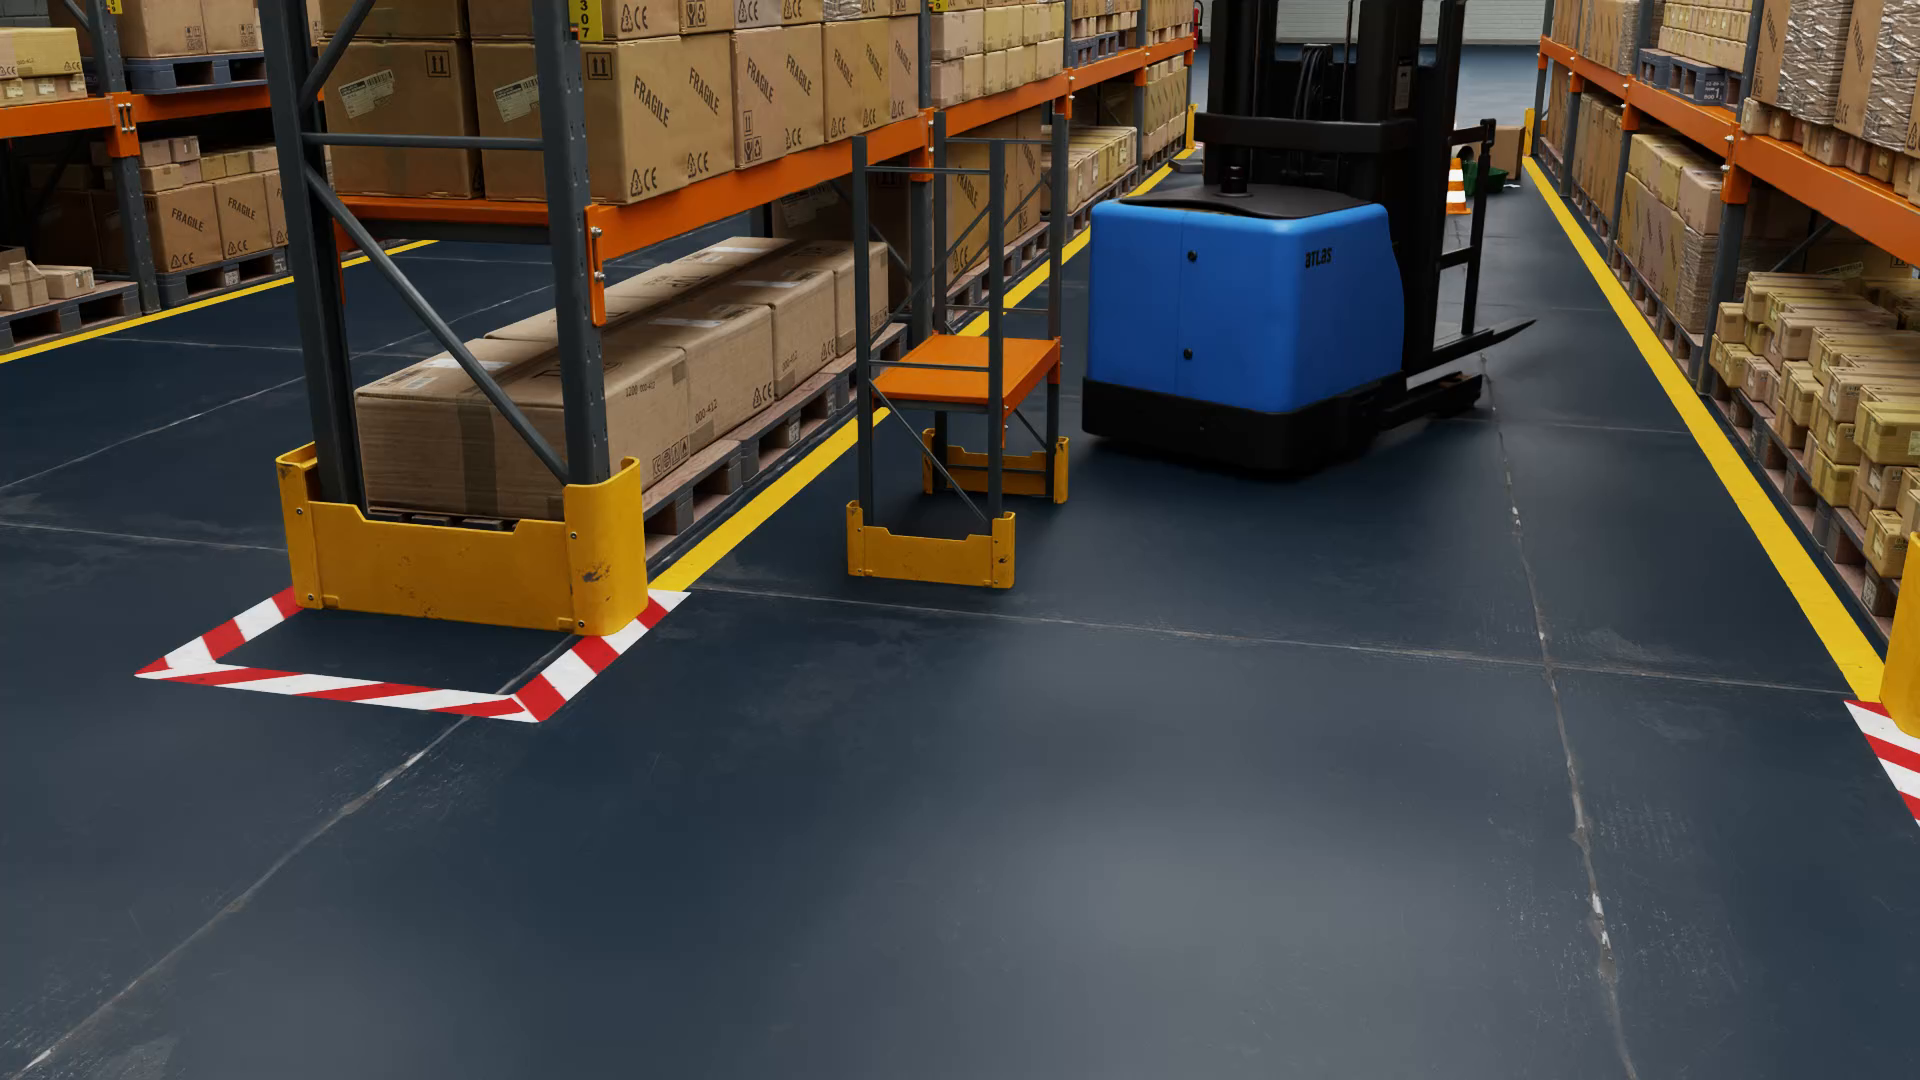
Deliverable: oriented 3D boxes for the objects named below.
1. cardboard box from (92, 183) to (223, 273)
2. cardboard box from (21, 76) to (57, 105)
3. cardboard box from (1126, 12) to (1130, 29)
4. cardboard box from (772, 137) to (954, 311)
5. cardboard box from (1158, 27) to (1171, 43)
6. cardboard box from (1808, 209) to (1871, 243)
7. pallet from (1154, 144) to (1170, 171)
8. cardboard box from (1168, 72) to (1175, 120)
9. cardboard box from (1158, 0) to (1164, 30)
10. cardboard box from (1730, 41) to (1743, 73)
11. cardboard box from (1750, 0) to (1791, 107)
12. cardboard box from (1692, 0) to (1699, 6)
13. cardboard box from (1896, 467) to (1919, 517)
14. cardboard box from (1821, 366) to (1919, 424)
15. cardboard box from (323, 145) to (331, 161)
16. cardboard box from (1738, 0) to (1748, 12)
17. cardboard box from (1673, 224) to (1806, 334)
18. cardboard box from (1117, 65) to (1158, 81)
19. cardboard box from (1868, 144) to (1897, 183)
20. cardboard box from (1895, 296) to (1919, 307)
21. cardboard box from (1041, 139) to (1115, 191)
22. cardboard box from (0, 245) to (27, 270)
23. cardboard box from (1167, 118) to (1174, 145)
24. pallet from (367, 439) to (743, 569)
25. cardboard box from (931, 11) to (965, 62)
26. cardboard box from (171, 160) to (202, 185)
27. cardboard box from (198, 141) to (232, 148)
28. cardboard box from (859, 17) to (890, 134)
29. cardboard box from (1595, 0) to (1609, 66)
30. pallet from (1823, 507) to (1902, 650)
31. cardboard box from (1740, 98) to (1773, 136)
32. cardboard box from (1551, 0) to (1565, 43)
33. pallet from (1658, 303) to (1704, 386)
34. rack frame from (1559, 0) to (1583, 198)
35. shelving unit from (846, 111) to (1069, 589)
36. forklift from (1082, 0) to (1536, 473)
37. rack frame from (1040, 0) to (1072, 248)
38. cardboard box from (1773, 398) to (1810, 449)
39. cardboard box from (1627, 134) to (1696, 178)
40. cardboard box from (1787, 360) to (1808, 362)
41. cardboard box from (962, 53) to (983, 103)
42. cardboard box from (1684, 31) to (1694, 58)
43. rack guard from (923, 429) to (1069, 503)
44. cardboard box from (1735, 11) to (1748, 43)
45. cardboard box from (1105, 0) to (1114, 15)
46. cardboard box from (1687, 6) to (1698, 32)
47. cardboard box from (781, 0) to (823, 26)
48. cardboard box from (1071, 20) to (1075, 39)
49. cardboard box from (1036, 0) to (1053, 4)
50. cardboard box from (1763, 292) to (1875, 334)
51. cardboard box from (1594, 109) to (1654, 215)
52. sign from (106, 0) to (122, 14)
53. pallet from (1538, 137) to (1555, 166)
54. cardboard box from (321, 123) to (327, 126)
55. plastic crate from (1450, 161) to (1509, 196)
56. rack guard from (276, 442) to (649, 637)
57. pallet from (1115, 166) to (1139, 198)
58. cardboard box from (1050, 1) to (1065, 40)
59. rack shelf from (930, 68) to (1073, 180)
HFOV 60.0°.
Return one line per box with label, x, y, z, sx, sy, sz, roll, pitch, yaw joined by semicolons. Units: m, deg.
cardboard box;-5.128;-2.009;10.645;0.500;0.500;0.500;6;20;16
cardboard box;-5.340;-2.537;9.363;0.380;0.149;0.250;5;20;15
cardboard box;1.337;-4.707;15.068;0.380;0.149;0.250;4;19;12
cardboard box;-0.576;-1.862;9.636;0.875;0.875;0.875;5;20;15
cardboard box;2.014;-5.330;17.541;0.380;0.149;0.250;5;19;14
cardboard box;4.611;-1.690;8.553;0.500;0.250;0.500;4;19;11
pallet;1.730;-4.253;18.312;1.003;0.211;1.213;5;19;13
cardboard box;2.084;-4.888;18.303;0.500;0.500;0.500;4;19;12
cardboard box;1.782;-5.439;16.855;0.500;0.500;0.500;5;19;13
cardboard box;4.205;-2.488;8.571;0.380;0.149;0.250;5;19;13
cardboard box;3.809;-2.162;7.260;0.500;0.500;0.500;4;19;12
cardboard box;4.594;-3.265;9.926;0.380;0.149;0.250;6;20;16
cardboard box;3.165;-0.111;5.173;0.380;0.149;0.250;4;19;12
cardboard box;3.274;-0.502;5.858;0.380;0.149;0.250;5;20;15
cardboard box;-4.713;-2.847;12.097;0.380;0.149;0.250;4;19;11
cardboard box;4.213;-2.777;8.494;0.380;0.149;0.250;4;19;12
cardboard box;4.111;-1.376;8.794;0.500;0.500;0.500;4;19;12
cardboard box;1.799;-4.733;16.844;0.380;0.149;0.250;5;19;14
cardboard box;3.452;-1.342;5.864;0.380;0.149;0.250;5;19;14
cardboard box;4.262;-0.946;7.157;0.380;0.149;0.250;4;19;13
cardboard box;0.838;-3.322;14.690;0.950;0.372;0.625;5;20;15
cardboard box;-5.855;-1.597;9.732;0.500;0.311;0.500;5;20;15
cardboard box;2.088;-4.526;18.402;0.500;0.250;0.500;4;19;11
pallet;-1.508;-0.151;6.305;1.003;0.211;1.213;5;19;13
cardboard box;-0.269;-2.749;9.055;0.500;0.250;0.500;4;19;12
cardboard box;-5.126;-2.366;10.688;0.380;0.149;0.250;4;19;12
cardboard box;-5.379;-2.729;11.750;0.380;0.149;0.250;5;19;14
cardboard box;-0.636;-2.188;7.798;0.500;0.500;0.500;4;19;12
cardboard box;5.368;-4.046;13.238;0.500;0.500;0.500;5;19;14
pallet;3.448;0.189;5.308;1.003;0.211;1.213;5;19;13
cardboard box;3.788;-1.927;7.577;0.380;0.149;0.250;5;20;15
cardboard box;6.688;-5.481;17.363;0.875;0.550;0.550;5;19;13
pallet;4.363;-1.033;8.886;1.003;0.211;1.213;5;19;13
rack frame;6.129;-4.616;15.062;1.000;3.000;0.127;5;19;13
shelving unit;0.019;-0.734;6.015;0.587;1.500;1.083;5;19;13
forklift;1.880;-2.070;7.714;1.130;2.935;3.031;15;24;38
rack frame;0.327;-3.722;12.443;1.000;3.000;0.127;5;19;13
cardboard box;3.496;-0.460;6.654;0.380;0.149;0.250;4;19;12
cardboard box;4.748;-2.536;11.030;0.500;0.250;0.500;4;19;11
cardboard box;3.617;-0.677;6.828;0.380;0.149;0.250;6;20;16
cardboard box;-0.162;-2.676;9.615;0.500;0.250;0.500;4;19;12
cardboard box;4.588;-2.981;10.014;0.380;0.149;0.250;5;20;15
rack guard;0.140;-0.298;6.674;0.587;0.250;0.087;5;19;13
cardboard box;4.207;-2.630;8.525;0.380;0.149;0.250;6;20;16
cardboard box;1.035;-4.718;14.096;0.500;0.500;0.500;4;19;11
cardboard box;4.590;-3.121;9.964;0.380;0.149;0.250;5;19;13
cardboard box;-0.875;-2.344;6.707;0.500;0.500;0.500;5;19;14
cardboard box;0.688;-3.975;12.923;0.380;0.149;0.250;3;19;10
cardboard box;0.337;-3.898;11.258;0.500;0.500;0.500;5;19;14
cardboard box;3.751;-0.984;7.267;0.380;0.149;0.250;4;19;13
cardboard box;5.598;-2.955;13.028;1.050;0.750;0.750;5;19;14
sign;-4.936;-3.228;9.659;0.100;0.325;0.005;5;19;13
pallet;6.987;-4.294;18.431;1.003;0.211;1.213;5;19;13
cardboard box;-5.008;-3.215;13.175;0.380;0.149;0.250;5;20;15
plastic crate;4.901;-3.471;15.970;0.450;0.188;0.662;29;33;36
rack guard;-1.633;-0.024;5.484;1.175;0.500;0.348;5;19;13
pallet;1.116;-3.412;15.850;1.003;0.211;1.213;5;19;13
cardboard box;0.455;-3.715;11.883;0.500;0.250;0.500;5;19;13
rack shelf;-0.162;-2.754;10.724;1.077;0.370;4.000;5;19;13
